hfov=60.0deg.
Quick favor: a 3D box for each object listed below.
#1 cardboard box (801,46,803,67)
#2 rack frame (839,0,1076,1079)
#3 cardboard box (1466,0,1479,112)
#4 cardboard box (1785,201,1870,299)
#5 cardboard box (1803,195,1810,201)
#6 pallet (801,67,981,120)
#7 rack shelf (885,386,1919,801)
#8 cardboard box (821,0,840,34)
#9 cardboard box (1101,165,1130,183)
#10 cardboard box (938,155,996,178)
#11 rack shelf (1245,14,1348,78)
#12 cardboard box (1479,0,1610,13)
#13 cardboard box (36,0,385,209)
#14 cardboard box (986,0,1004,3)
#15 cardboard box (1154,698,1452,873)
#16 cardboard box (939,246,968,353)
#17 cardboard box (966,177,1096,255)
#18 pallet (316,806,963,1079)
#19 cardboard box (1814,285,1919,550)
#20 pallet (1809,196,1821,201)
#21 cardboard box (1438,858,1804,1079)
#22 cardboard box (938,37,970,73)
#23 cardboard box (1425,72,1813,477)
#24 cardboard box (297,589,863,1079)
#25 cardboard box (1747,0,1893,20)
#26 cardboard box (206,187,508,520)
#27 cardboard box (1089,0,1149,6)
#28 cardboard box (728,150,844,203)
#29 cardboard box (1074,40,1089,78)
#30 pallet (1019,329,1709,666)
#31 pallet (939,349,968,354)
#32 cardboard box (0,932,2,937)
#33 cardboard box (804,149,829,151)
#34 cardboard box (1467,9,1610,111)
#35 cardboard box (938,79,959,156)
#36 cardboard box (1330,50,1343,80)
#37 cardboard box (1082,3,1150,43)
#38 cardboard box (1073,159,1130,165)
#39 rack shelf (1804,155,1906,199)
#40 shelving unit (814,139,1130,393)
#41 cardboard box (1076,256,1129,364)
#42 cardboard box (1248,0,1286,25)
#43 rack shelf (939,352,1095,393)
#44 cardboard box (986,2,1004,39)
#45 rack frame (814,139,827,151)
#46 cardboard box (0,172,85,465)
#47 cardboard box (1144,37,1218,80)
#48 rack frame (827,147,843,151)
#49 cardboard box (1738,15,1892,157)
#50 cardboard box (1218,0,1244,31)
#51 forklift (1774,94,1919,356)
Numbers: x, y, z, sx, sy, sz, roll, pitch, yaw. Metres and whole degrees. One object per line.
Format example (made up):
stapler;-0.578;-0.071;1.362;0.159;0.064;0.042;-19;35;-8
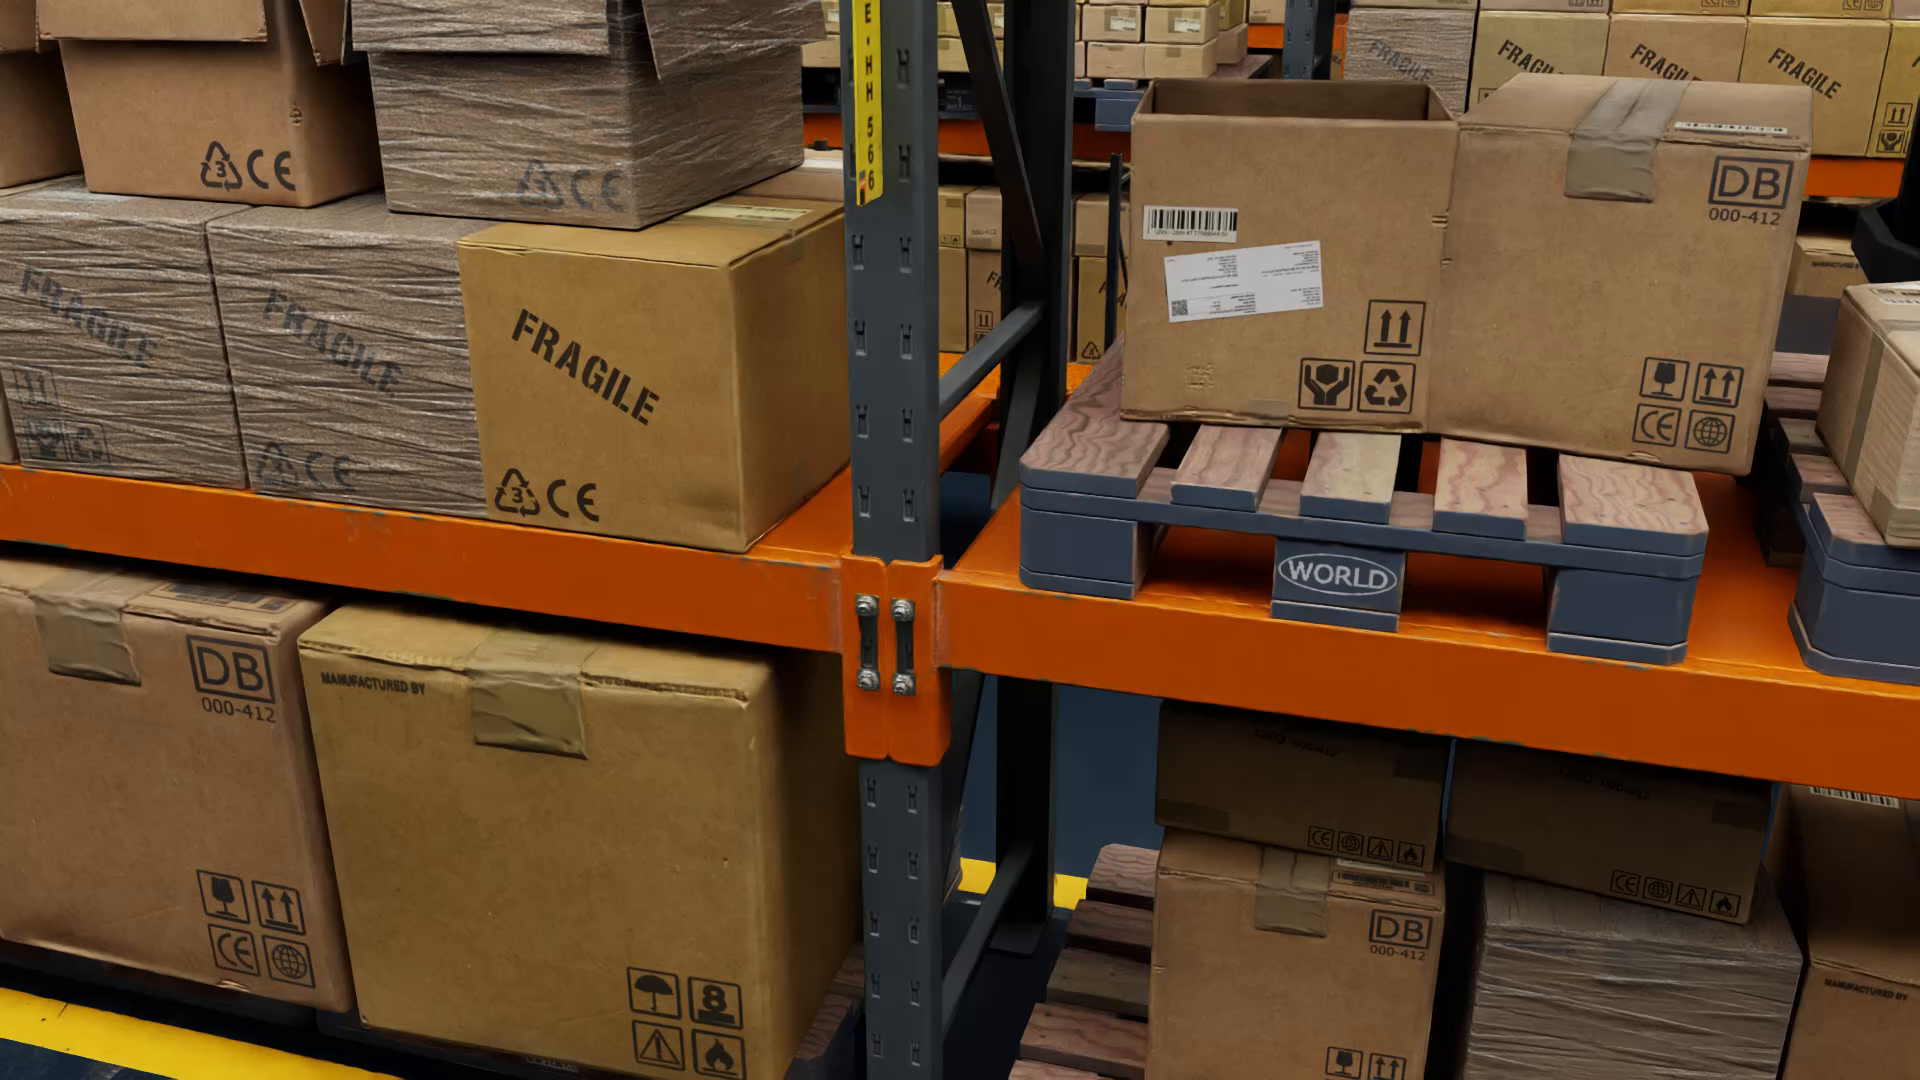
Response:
cardboard box;-0.778;-2.269;7.627;0.250;0.149;0.380;6;23;15
rack frame;0.026;-0.313;3.080;0.127;3.000;1.000;7;23;16
cardboard box;2.541;-2.143;7.411;0.500;0.500;0.500;7;23;16
cardboard box;3.842;-0.961;7.072;0.750;0.750;1.050;7;23;15
cardboard box;5.526;-2.588;11.535;0.625;0.372;0.950;8;24;19
pallet;-0.351;-2.217;7.976;1.213;0.211;1.003;7;23;16
rack shelf;1.941;0.239;2.682;4.000;0.370;1.077;7;23;16
cardboard box;-0.532;-2.377;7.498;0.250;0.149;0.380;6;23;14
cardboard box;0.965;-1.652;8.098;0.500;0.250;0.500;5;23;13
cardboard box;0.010;-1.767;8.377;0.500;0.250;0.500;7;23;16
rack shelf;0.974;-3.800;12.529;4.000;0.370;1.077;7;23;16
cardboard box;2.467;-2.505;6.975;0.500;0.500;0.700;6;23;15
cardboard box;-1.292;-0.982;3.257;0.637;0.503;0.797;7;23;17
cardboard box;0.207;-2.429;7.234;0.250;0.149;0.380;7;23;17
cardboard box;0.676;0.356;3.176;0.500;0.250;0.500;8;23;18
cardboard box;-0.157;-1.229;8.055;0.500;0.500;0.500;5;23;13
cardboard box;0.339;-1.520;7.775;0.500;0.250;0.500;7;23;16
pallet;-0.707;0.863;3.887;1.213;0.211;1.003;7;23;16
cardboard box;1.564;-0.171;2.377;0.500;0.250;0.500;6;23;14
pallet;5.972;-2.270;11.525;1.213;0.211;1.003;7;23;16
cardboard box;1.208;0.762;3.173;0.500;0.500;0.700;5;23;11
cardboard box;-0.029;-2.183;7.416;0.250;0.149;0.380;6;23;13
cardboard box;1.118;-0.484;2.812;0.500;0.500;0.700;10;24;23
cardboard box;-0.629;0.393;3.607;0.875;0.875;1.225;5;23;13
cardboard box;3.448;-2.394;6.704;0.500;0.500;0.700;6;23;15
cardboard box;-0.994;-0.380;3.112;0.500;0.500;0.500;6;23;15
cardboard box;0.714;-2.373;7.096;0.250;0.149;0.380;6;23;15
cardboard box;-0.361;-0.511;3.432;0.500;0.500;0.500;7;23;17
cardboard box;0.467;-2.125;7.276;0.250;0.149;0.380;7;23;16
pallet;0.739;-0.185;3.021;1.003;0.211;1.213;7;23;16
pallet;-0.356;-1.034;8.514;1.213;0.211;1.003;7;23;16
cardboard box;-2.329;0.198;4.082;0.875;0.875;1.225;6;23;14
cardboard box;-1.000;-1.876;8.644;0.500;0.250;0.500;8;24;18
cardboard box;2.395;-1.948;6.935;0.500;0.500;0.500;6;23;15
cardboard box;-0.324;-3.524;13.156;0.875;0.875;0.875;7;23;17
cardboard box;3.852;-4.723;16.573;0.500;0.500;0.500;7;23;17
cardboard box;0.695;-2.237;7.157;0.250;0.149;0.380;7;23;18
cardboard box;1.399;-3.330;12.682;0.875;0.875;0.875;7;23;16
rack shelf;3.470;-1.552;7.049;4.000;0.370;1.077;7;23;16
shelving unit;0.073;-0.686;5.965;1.083;1.500;0.587;7;23;16
cardboard box;0.850;-1.119;7.786;0.500;0.500;0.500;6;23;15
cardboard box;2.330;-3.805;11.792;0.500;0.250;0.500;6;23;14
rack shelf;0.082;-0.518;6.031;1.000;0.185;0.538;7;23;16
cardboard box;0.203;-2.292;7.292;0.250;0.149;0.380;7;23;16
rack frame;-0.405;-0.740;6.098;0.032;1.500;0.500;7;23;16
cardboard box;-1.978;-0.492;3.385;0.500;0.500;0.500;7;23;17
cardboard box;0.951;-2.069;7.139;0.250;0.149;0.380;7;23;16
rack frame;-0.941;-4.352;12.927;0.127;3.000;1.000;7;23;16
cardboard box;3.354;-1.837;6.665;0.500;0.500;0.500;6;23;15
cardboard box;1.151;-2.446;7.665;0.250;0.149;0.380;8;24;18
forklift;3.402;-0.865;4.516;3.031;2.935;1.130;8;24;19
